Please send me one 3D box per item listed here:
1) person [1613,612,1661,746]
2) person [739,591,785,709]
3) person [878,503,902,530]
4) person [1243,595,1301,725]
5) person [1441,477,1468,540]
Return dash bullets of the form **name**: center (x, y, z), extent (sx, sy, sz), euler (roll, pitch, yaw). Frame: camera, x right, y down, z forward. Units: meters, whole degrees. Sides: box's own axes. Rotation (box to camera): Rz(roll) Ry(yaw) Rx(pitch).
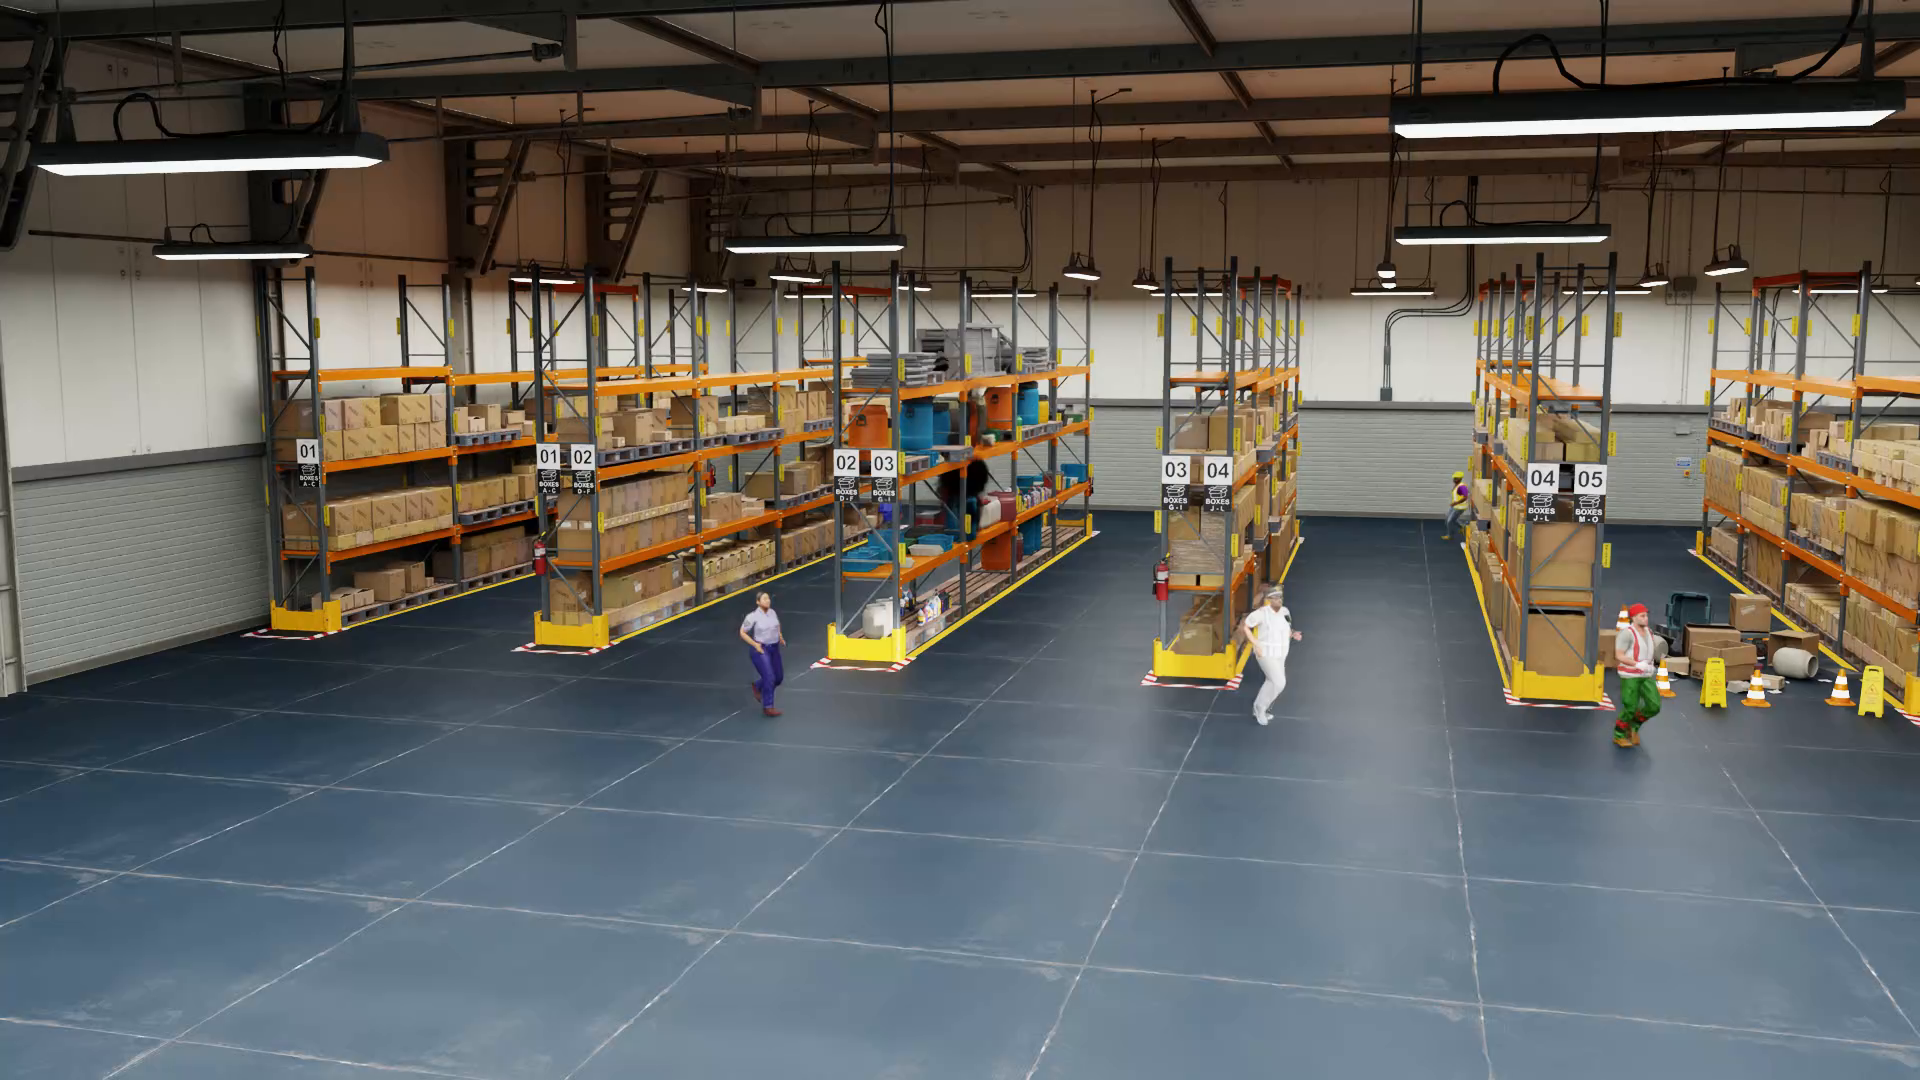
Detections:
- **person**: center (8.091, 1.644, 19.771), extent (0.685, 1.695, 0.621), euler (-3, 8, -24)
- **person**: center (-2.570, 1.432, 21.713), extent (0.593, 1.536, 0.613), euler (7, 10, 42)
- **person**: center (-1.494, -0.166, 35.348), extent (0.539, 1.409, 0.526), euler (0, 7, 3)
- **person**: center (4.006, 1.496, 21.144), extent (0.632, 1.746, 0.697), euler (-5, 9, -37)
- **person**: center (11.765, -0.788, 39.295), extent (0.620, 1.632, 0.828), euler (0, 7, 1)
